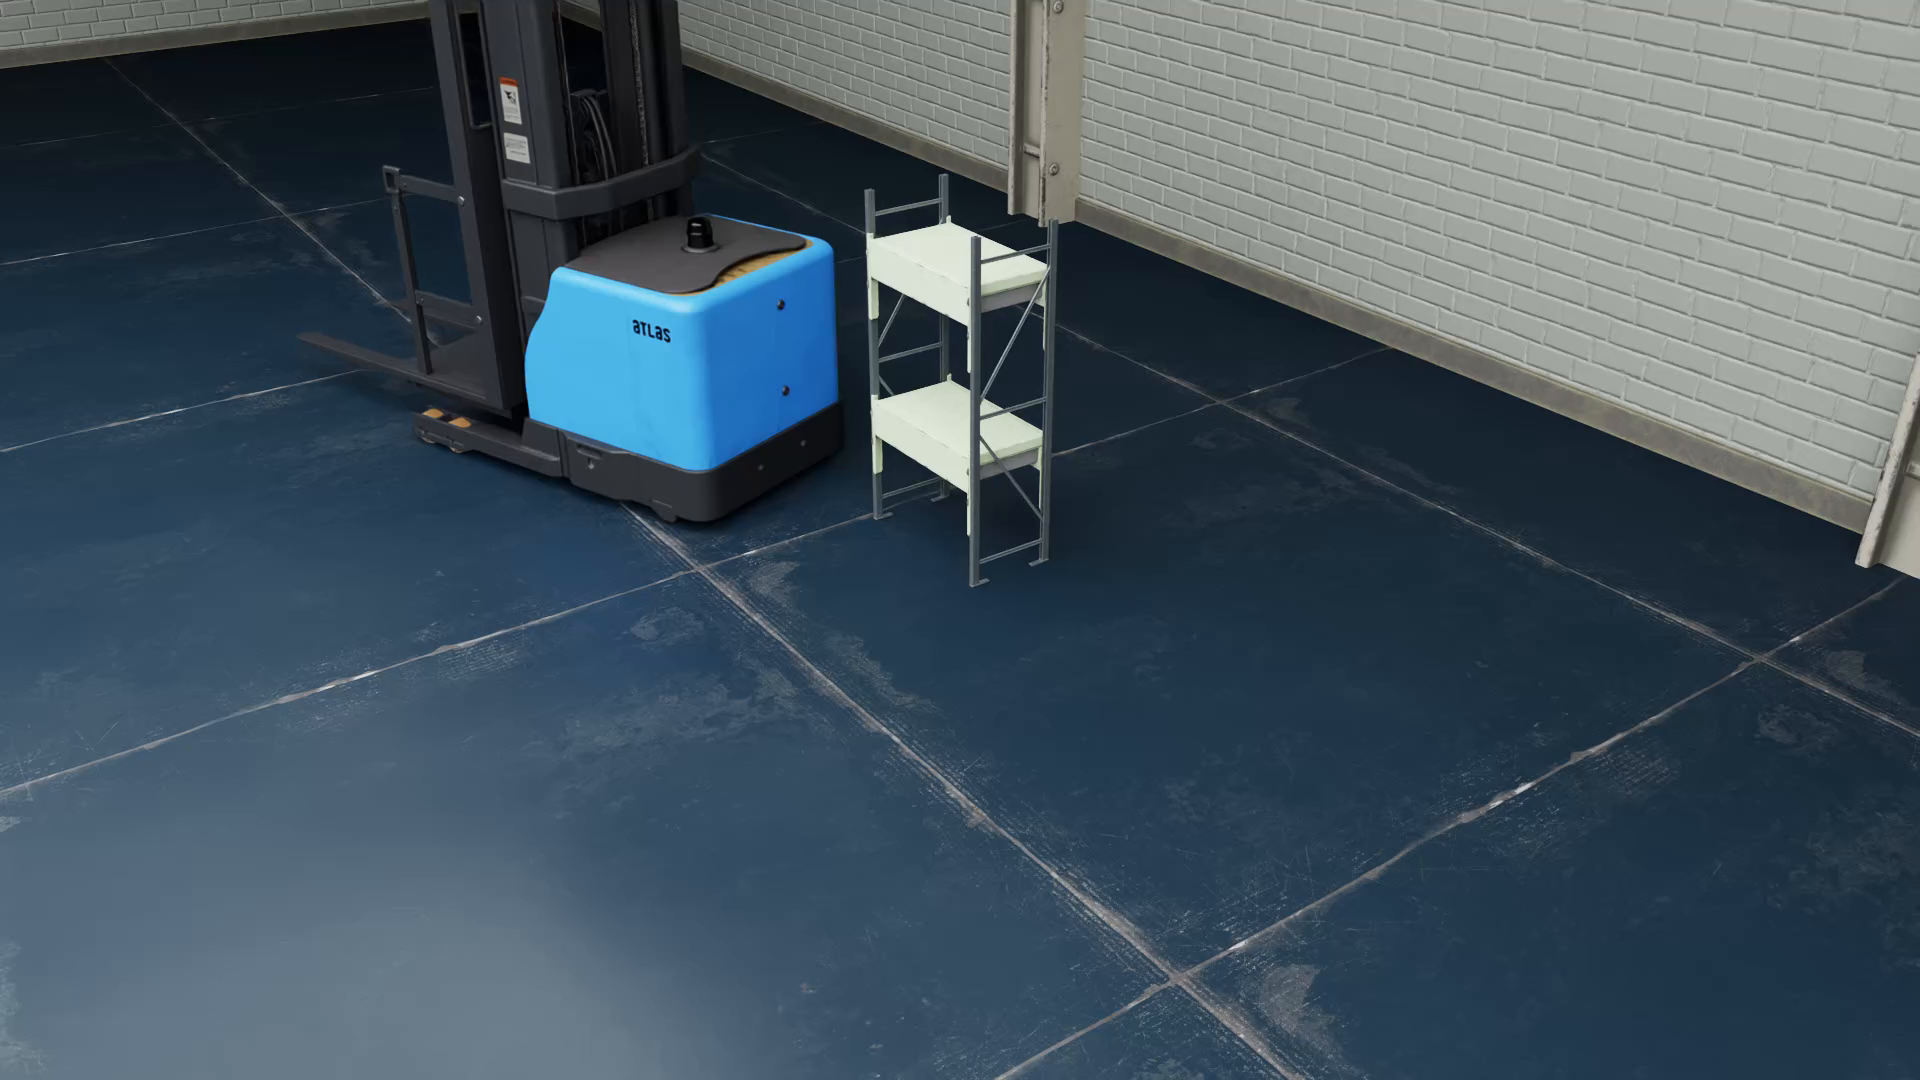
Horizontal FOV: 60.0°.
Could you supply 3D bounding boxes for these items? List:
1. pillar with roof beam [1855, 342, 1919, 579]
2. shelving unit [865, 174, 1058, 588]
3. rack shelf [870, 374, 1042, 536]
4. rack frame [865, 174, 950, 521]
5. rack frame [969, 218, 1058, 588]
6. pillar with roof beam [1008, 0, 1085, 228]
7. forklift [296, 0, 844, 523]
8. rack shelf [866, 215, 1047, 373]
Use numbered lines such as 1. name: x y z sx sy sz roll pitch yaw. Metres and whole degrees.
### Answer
1. pillar with roof beam: 0.535 -2.631 2.666 9.100 9.000 0.400 -19 34 -31
2. shelving unit: -0.004 -0.662 6.897 0.431 1.500 0.755 -19 34 -31
3. rack shelf: -0.004 -0.375 7.052 0.431 0.370 0.720 -19 34 -31
4. rack frame: -0.216 -0.804 7.159 0.400 1.500 0.023 -19 34 -31
5. rack frame: 0.208 -0.519 6.635 0.400 1.500 0.023 -19 34 -31
6. pillar with roof beam: -2.945 -4.964 6.961 9.100 9.000 0.400 -19 34 -31
7. forklift: -2.060 -1.896 7.670 3.031 2.935 1.130 18 33 30
8. rack shelf: -0.004 -1.005 6.711 0.431 0.370 0.720 -19 34 -31
